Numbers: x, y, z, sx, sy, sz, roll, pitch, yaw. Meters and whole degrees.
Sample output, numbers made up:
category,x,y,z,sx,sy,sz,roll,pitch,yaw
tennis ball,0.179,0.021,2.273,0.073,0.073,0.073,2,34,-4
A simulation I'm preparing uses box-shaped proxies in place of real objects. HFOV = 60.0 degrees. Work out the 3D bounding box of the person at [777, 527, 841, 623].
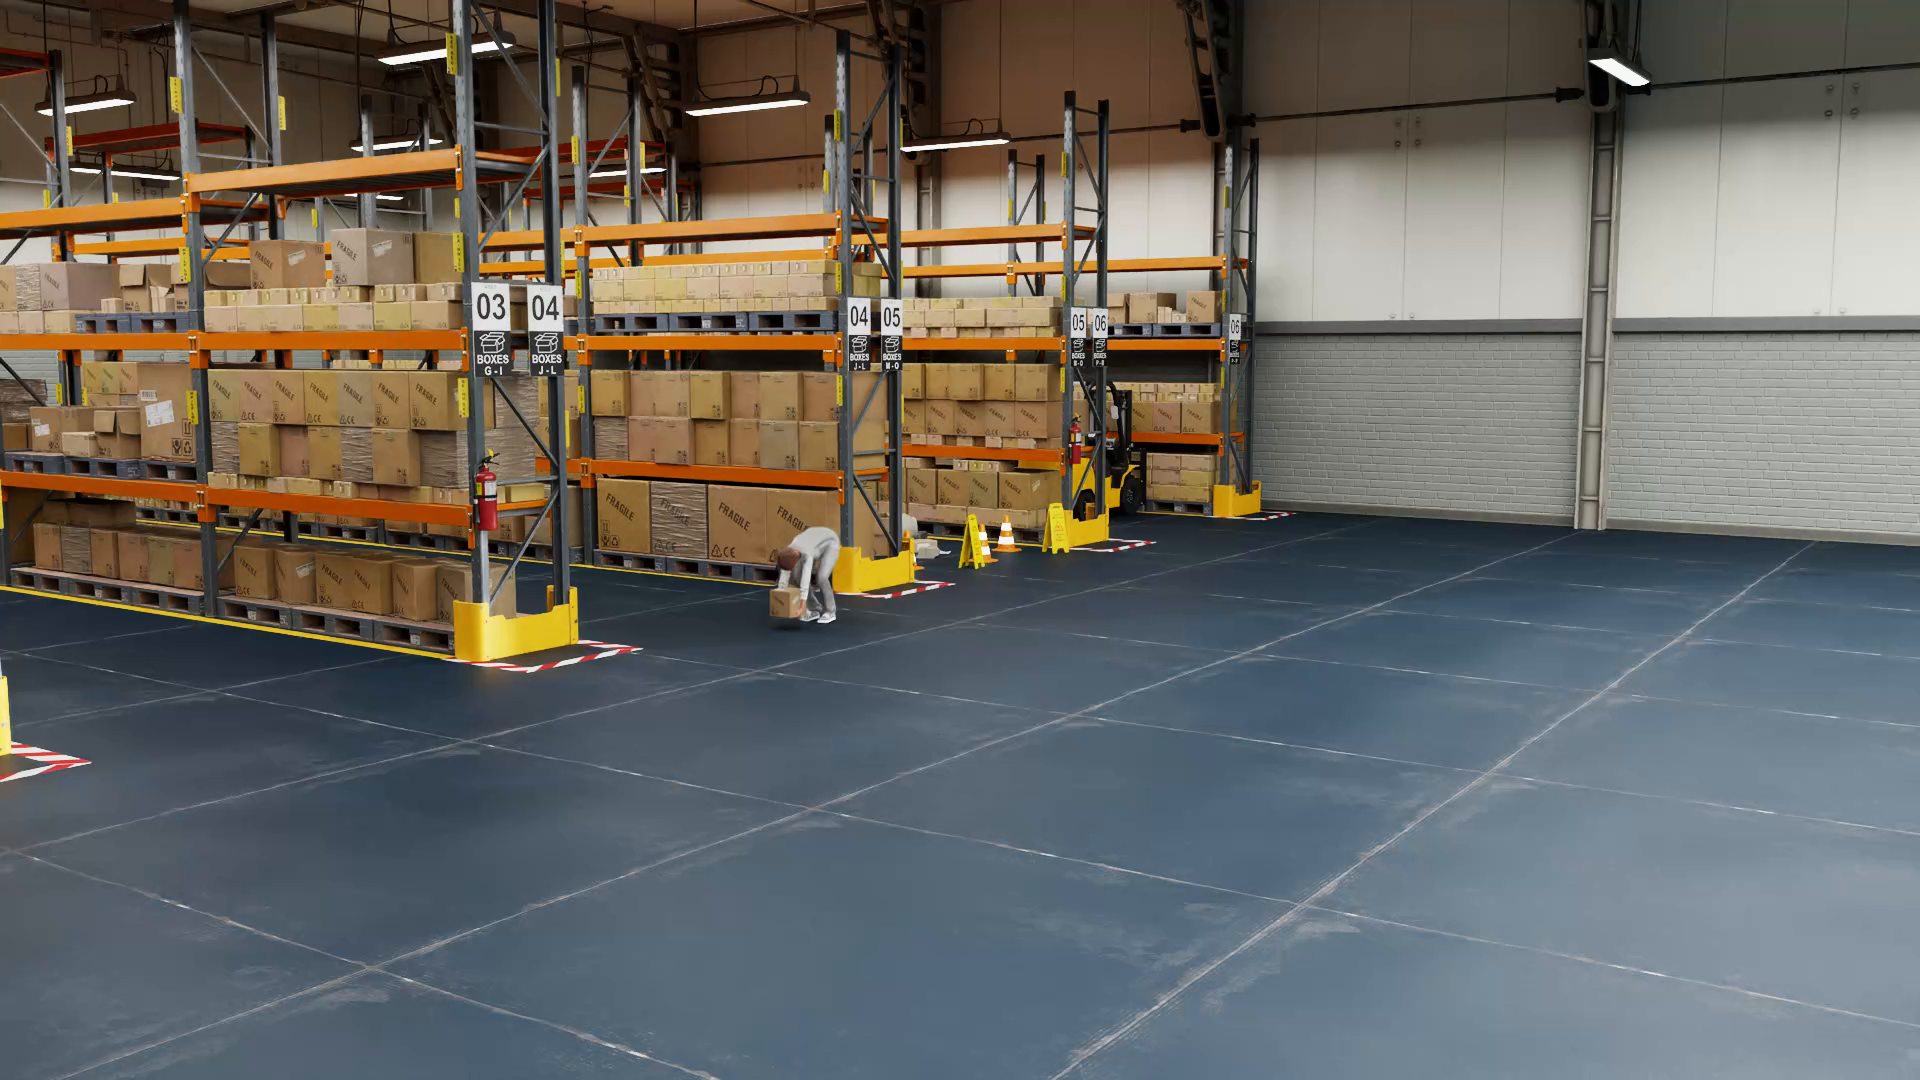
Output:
category,x,y,z,sx,sy,sz,roll,pitch,yaw
person,-1.475,0.354,16.062,0.416,0.923,0.861,4,8,31
